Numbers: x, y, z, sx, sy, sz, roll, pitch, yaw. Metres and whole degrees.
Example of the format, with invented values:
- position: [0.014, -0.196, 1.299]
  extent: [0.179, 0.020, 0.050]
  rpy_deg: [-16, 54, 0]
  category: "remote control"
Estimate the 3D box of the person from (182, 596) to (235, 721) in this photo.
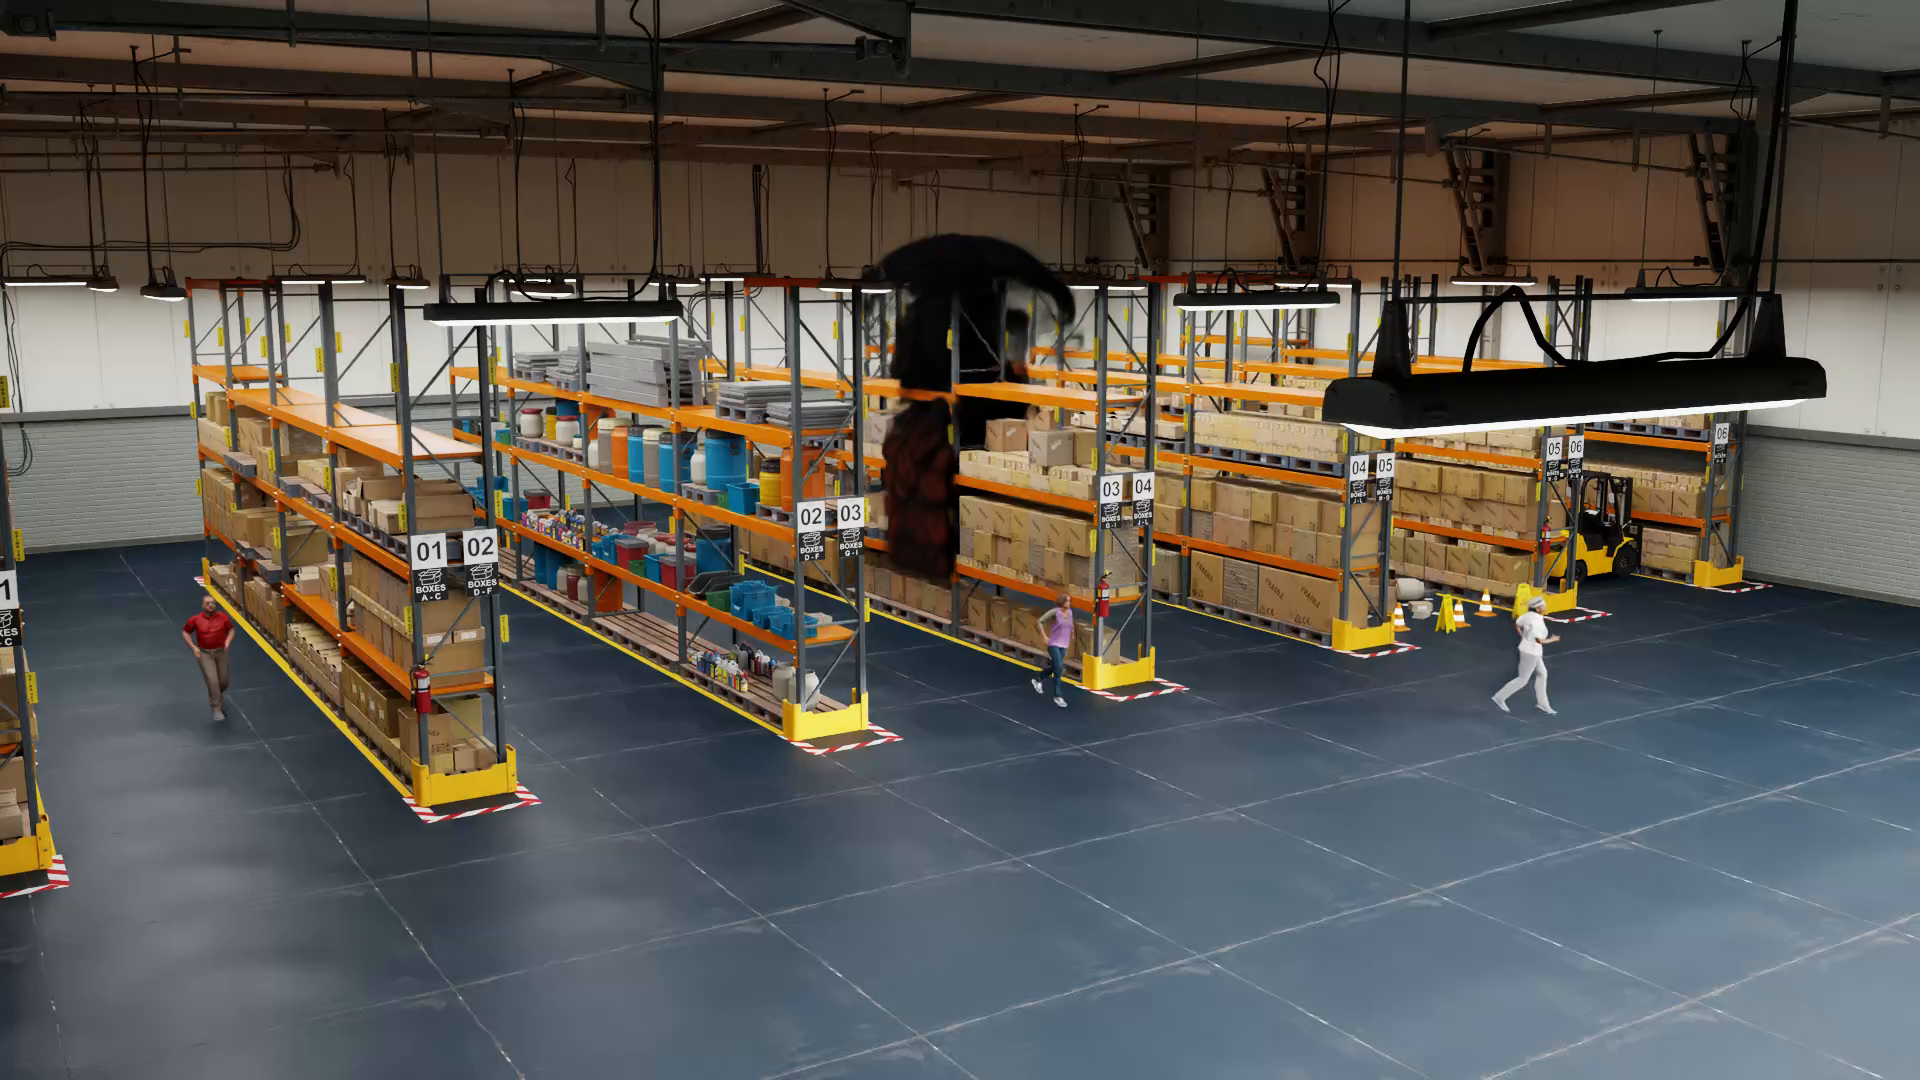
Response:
- position: [-10.474, 1.623, 23.267]
  extent: [0.671, 1.719, 0.751]
  rpy_deg: [-7, 12, -38]
  category: "person"

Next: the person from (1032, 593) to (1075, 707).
- position: [1.405, 1.539, 24.091]
  extent: [0.574, 1.576, 0.856]
  rpy_deg: [-8, 12, -39]
  category: "person"

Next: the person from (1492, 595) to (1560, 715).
- position: [7.948, 1.614, 23.331]
  extent: [0.926, 1.731, 0.587]
  rpy_deg: [1, 10, 8]
  category: "person"

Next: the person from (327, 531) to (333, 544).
- position: [-12.642, -0.088, 33.657]
  extent: [0.524, 1.620, 0.700]
  rpy_deg: [6, 11, 32]
  category: "person"
